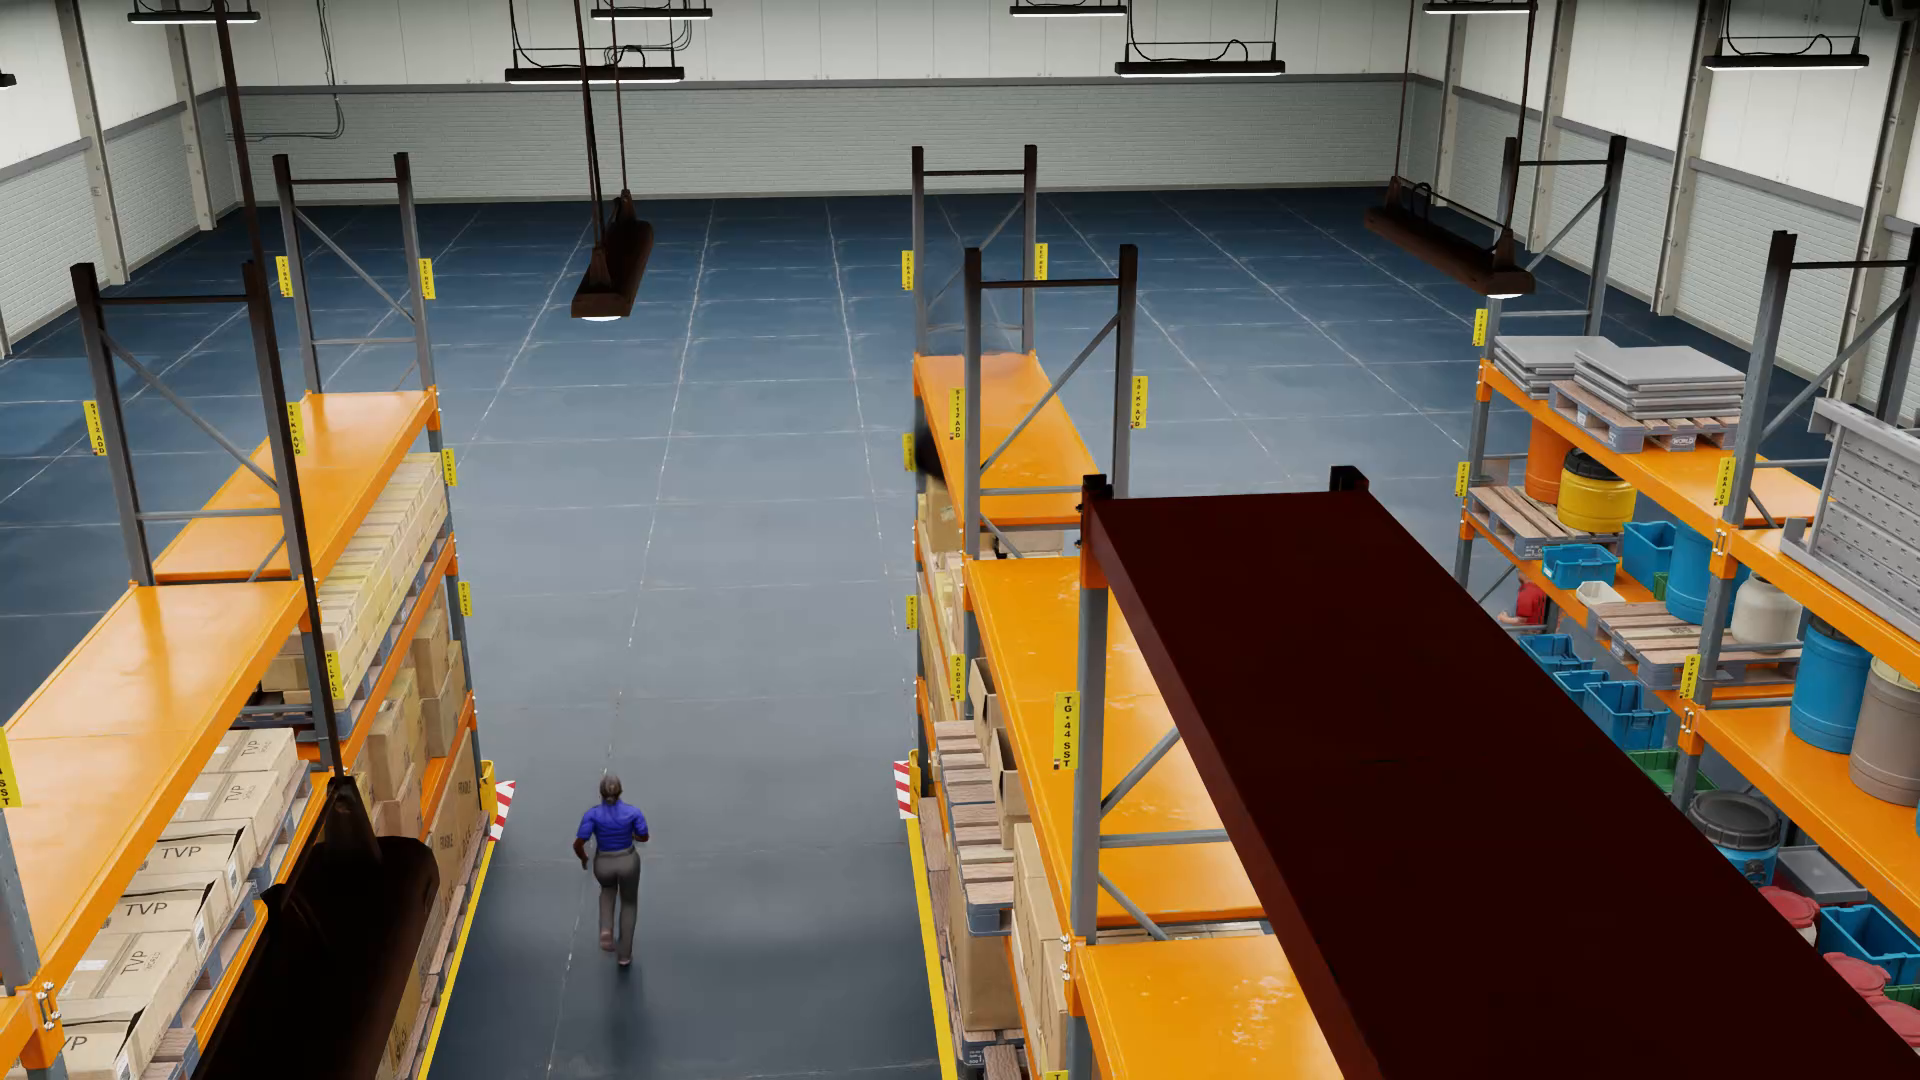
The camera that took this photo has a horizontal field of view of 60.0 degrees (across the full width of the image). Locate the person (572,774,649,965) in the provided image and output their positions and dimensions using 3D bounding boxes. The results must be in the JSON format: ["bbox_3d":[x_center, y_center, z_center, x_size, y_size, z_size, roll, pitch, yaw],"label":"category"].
[{"bbox_3d":[-2.709,2.524,13.070,0.562,1.618,0.556,-2,22,-6],"label":"person"}]

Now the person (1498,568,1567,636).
[{"bbox_3d":[5.865,1.090,16.718,0.702,1.761,0.959,-20,29,-41],"label":"person"}]
